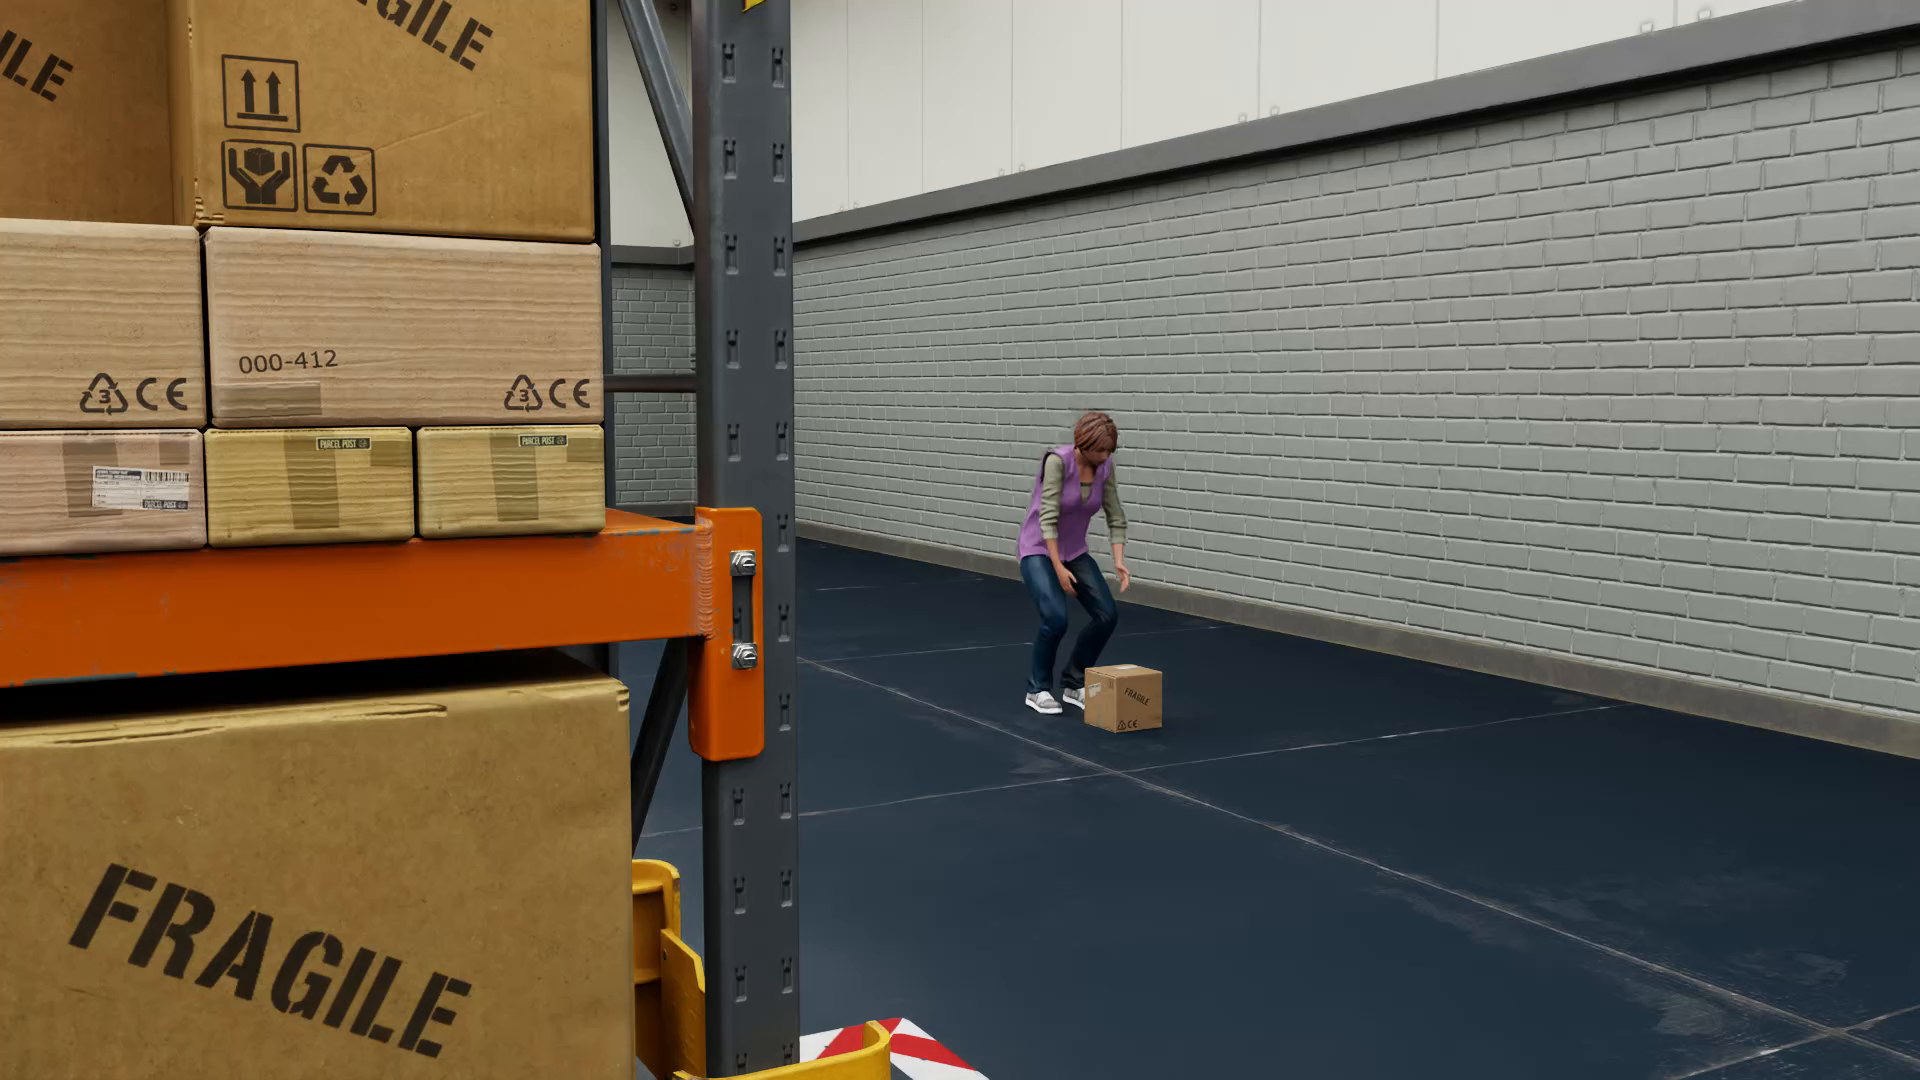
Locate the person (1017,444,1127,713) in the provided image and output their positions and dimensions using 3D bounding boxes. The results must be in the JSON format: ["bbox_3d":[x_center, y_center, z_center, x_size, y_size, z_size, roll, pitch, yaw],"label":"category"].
[{"bbox_3d":[0.501,0.183,7.817,0.458,1.225,0.445,-3,6,-28],"label":"person"}]
